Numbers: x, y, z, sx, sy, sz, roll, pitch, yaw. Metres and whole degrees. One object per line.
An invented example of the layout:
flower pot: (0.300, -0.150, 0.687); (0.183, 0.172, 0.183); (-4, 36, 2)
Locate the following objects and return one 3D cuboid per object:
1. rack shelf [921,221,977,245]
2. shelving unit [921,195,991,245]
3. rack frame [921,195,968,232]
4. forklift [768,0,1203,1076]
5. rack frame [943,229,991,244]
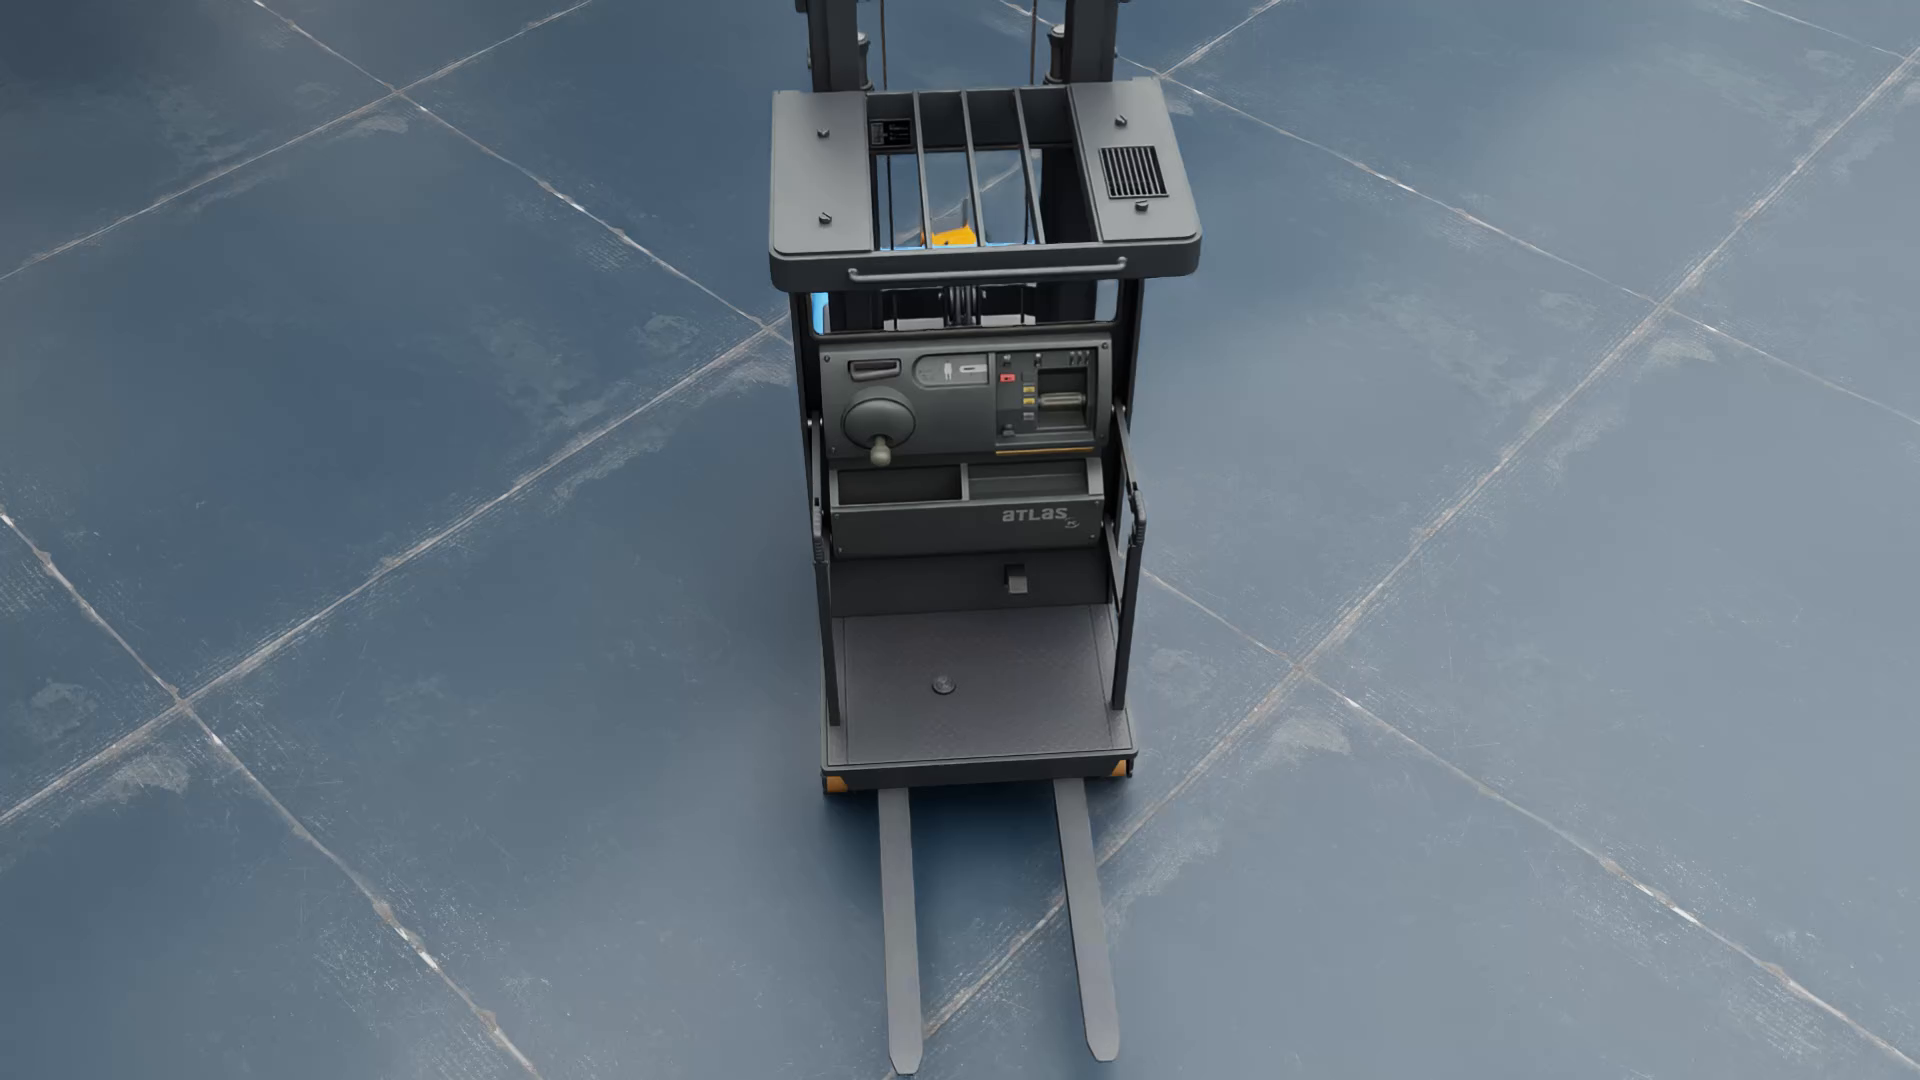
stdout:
rack shelf: (-0.017, -1.112, 6.808); (0.215, 0.259, 0.240); (-16, 49, -15)
shelving unit: (-0.017, -0.925, 7.007); (0.215, 1.050, 0.252); (-16, 49, -15)
rack frame: (-0.063, -1.008, 7.085); (0.200, 1.050, 0.008); (-16, 49, -15)
forklift: (0.039, -0.350, 5.176); (1.130, 2.935, 3.031); (-3, 47, -3)
rack frame: (0.029, -0.843, 6.930); (0.200, 1.050, 0.008); (-16, 49, -15)
